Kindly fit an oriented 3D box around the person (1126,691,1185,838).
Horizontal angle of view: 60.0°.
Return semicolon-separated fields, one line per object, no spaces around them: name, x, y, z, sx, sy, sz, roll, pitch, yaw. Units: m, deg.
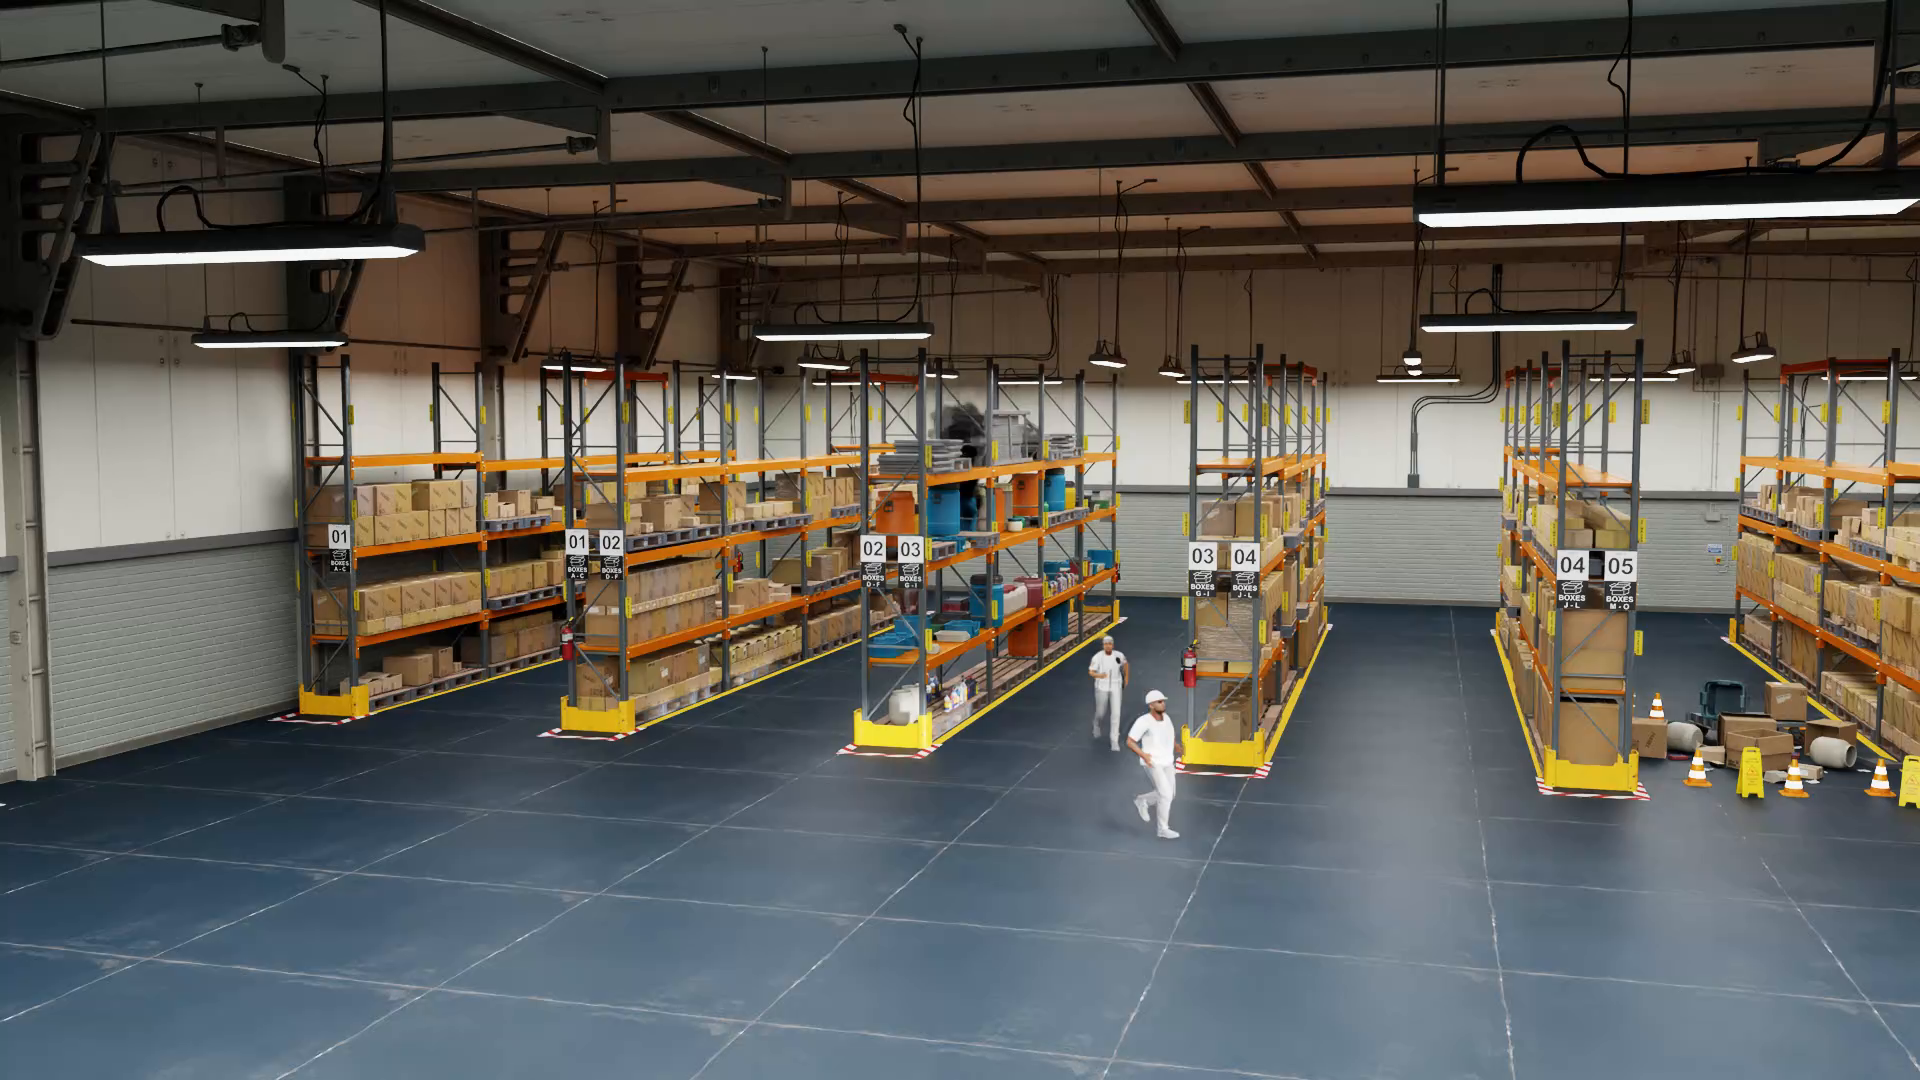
person;2.323;2.655;19.828;0.700;1.729;0.770;-4;6;-42

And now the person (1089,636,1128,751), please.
person;2.255;2.286;25.220;0.614;1.697;0.930;0;4;1

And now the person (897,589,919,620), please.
person;-1.013;1.563;34.392;0.678;1.781;1.184;1;4;14
